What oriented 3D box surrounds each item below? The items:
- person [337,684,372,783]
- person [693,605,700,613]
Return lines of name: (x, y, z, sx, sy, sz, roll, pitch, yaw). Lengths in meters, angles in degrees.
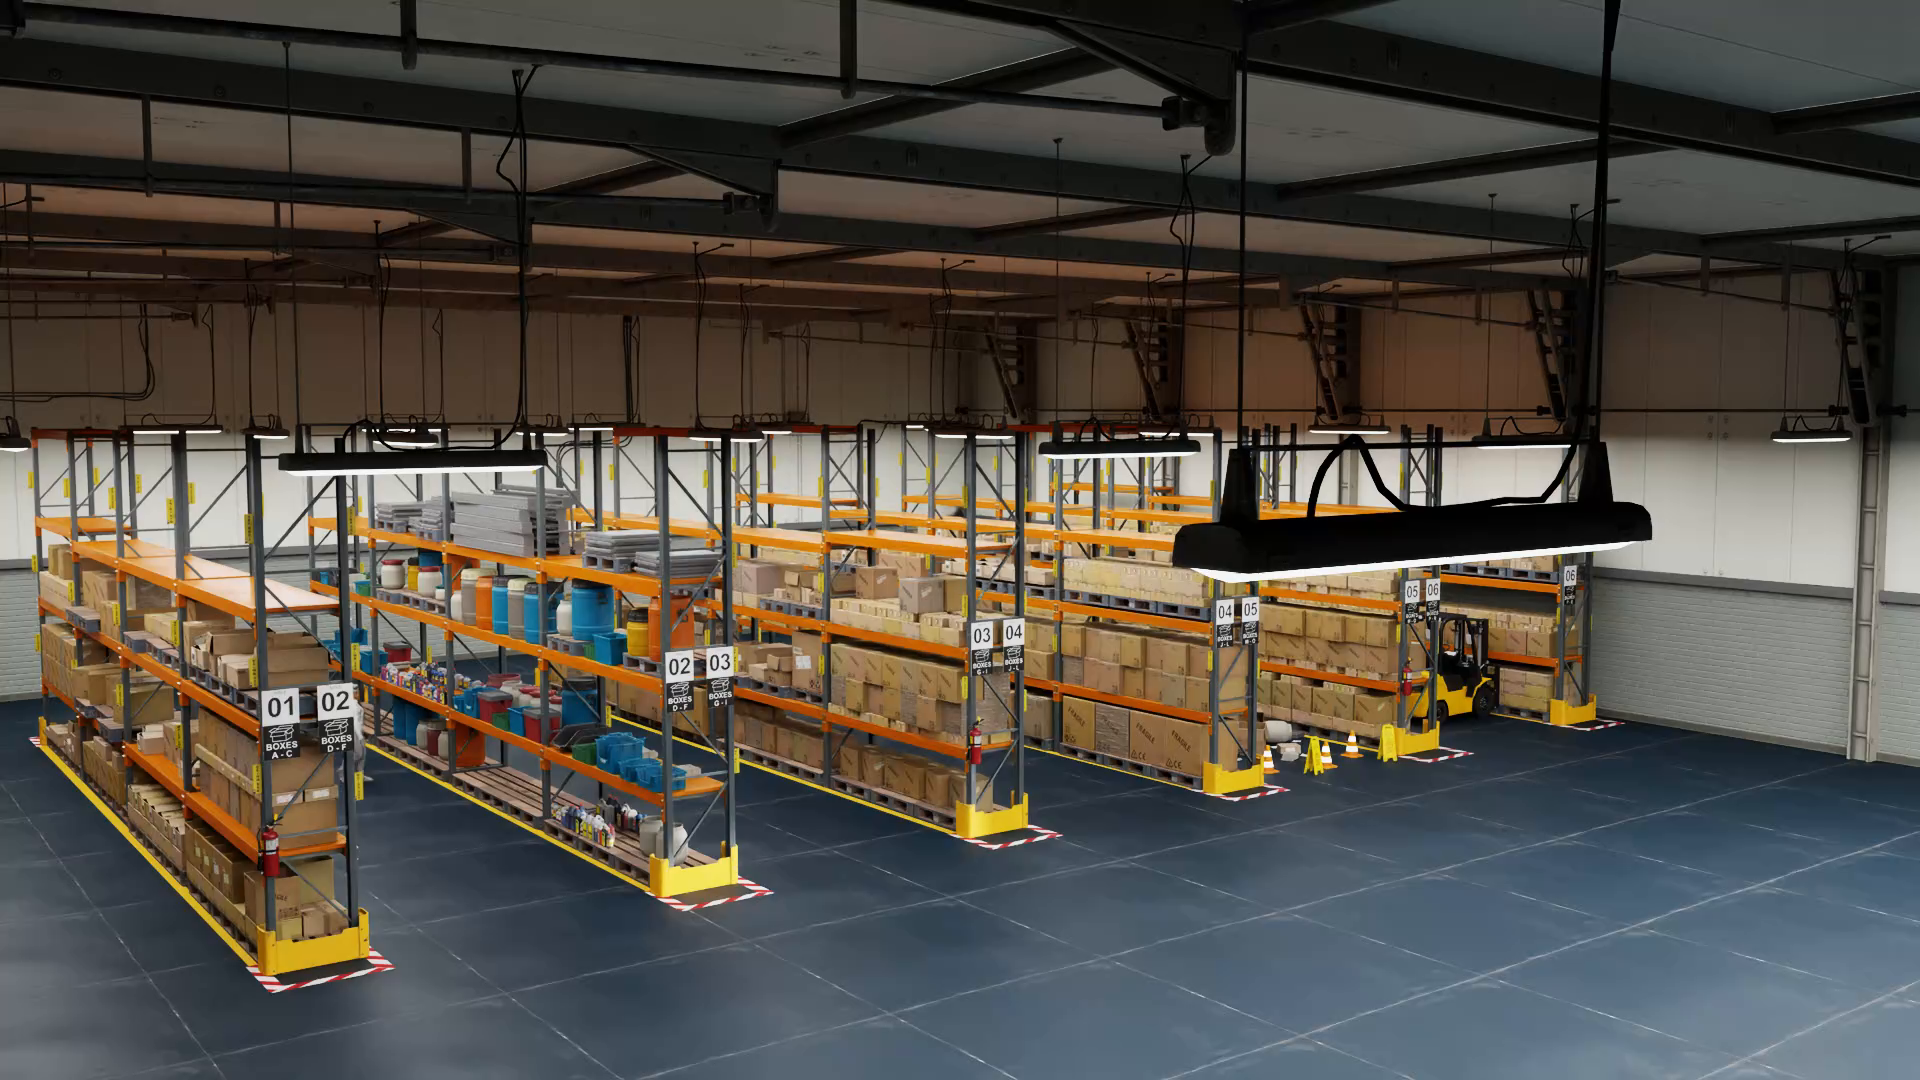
person: (-10.323, 3.286, 28.315, 0.559, 1.677, 0.519, -1, 5, -8)
person: (-6.611, 2.318, 41.106, 0.413, 1.584, 0.625, 2, 5, 27)
